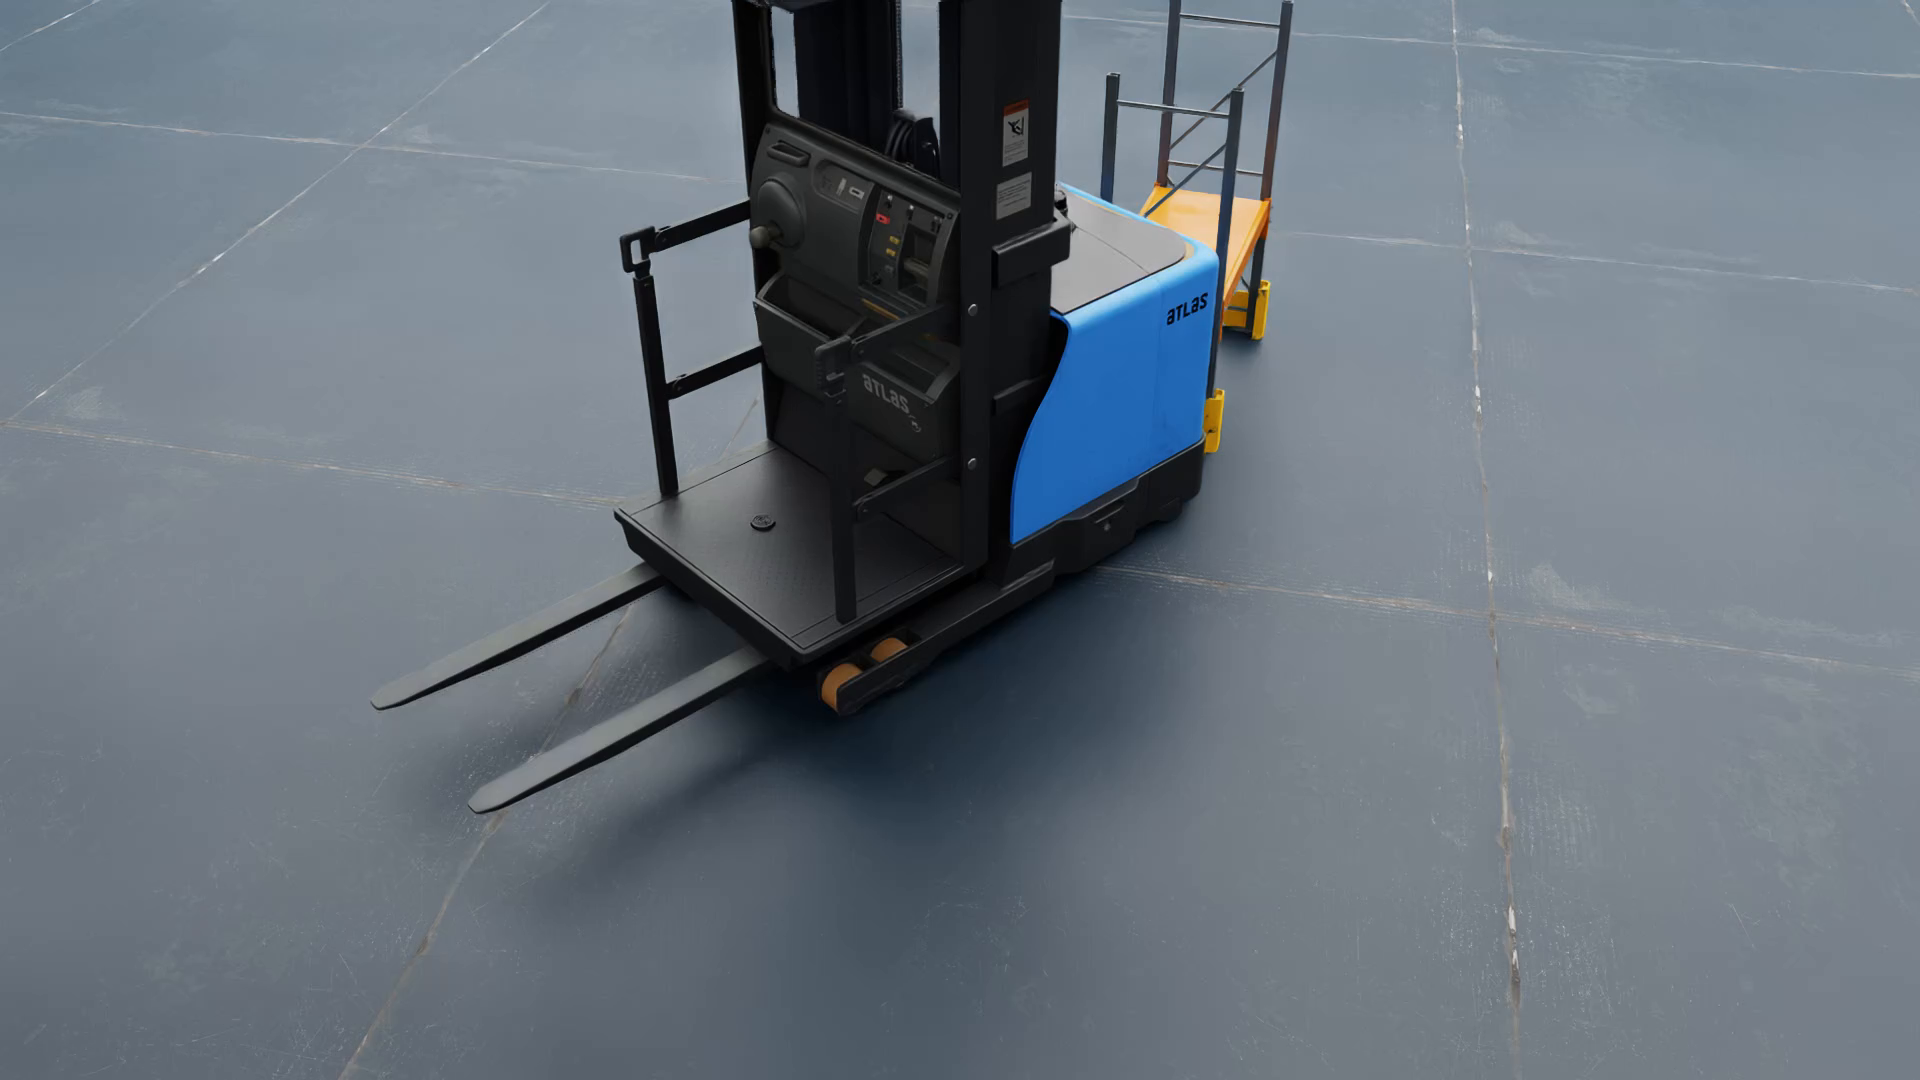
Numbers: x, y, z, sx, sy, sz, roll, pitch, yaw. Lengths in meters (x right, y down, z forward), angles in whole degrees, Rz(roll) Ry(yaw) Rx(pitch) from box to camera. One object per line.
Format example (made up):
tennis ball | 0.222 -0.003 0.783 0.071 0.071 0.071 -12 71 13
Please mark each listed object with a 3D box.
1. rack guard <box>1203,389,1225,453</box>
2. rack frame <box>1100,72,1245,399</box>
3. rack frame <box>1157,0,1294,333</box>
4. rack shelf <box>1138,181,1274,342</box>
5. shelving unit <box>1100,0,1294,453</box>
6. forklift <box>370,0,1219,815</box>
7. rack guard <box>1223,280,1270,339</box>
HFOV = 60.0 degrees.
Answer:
rack guard | 0.772 -0.531 6.769 0.587 0.250 0.087 11 37 15
rack frame | 0.772 -1.036 6.401 0.500 1.500 0.032 11 37 15
rack frame | 1.103 -1.600 7.180 0.500 1.500 0.032 11 37 15
rack shelf | 0.937 -1.172 6.896 0.538 0.185 1.000 11 37 15
shelving unit | 0.934 -1.313 6.784 0.587 1.500 1.083 11 37 15
forklift | -0.499 -0.962 5.079 3.031 2.935 1.130 -28 44 -33
rack guard | 1.096 -1.083 7.532 0.587 0.250 0.087 11 37 15
